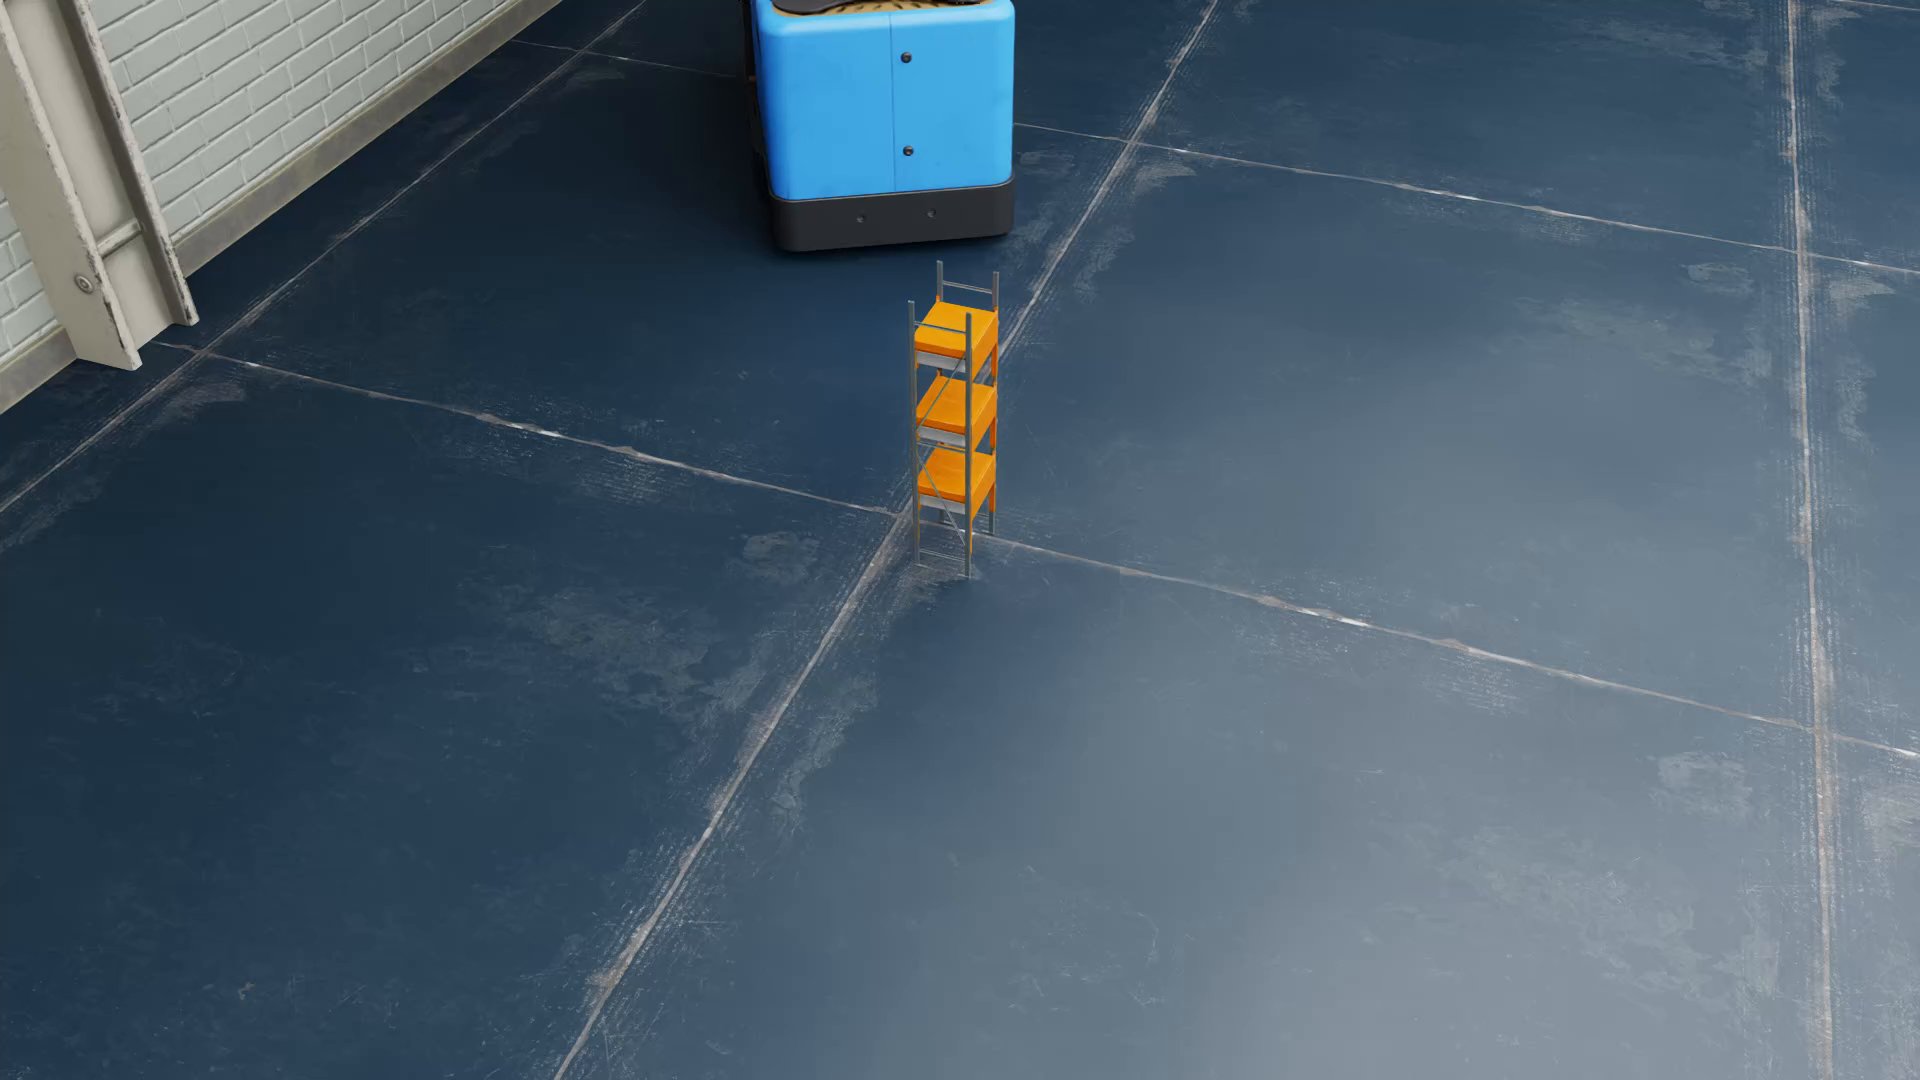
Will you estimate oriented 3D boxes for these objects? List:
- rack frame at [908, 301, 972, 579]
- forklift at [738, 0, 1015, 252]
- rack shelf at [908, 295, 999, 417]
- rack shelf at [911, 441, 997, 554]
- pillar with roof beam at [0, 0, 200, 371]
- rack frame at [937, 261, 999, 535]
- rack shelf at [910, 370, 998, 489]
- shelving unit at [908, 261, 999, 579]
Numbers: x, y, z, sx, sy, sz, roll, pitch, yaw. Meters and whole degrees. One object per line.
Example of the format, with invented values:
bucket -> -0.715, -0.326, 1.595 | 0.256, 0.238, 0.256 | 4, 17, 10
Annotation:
rack frame -> -0.060, -0.292, 5.284 | 0.200, 1.050, 0.008 | 13, 42, 15
forklift -> -0.506, -3.301, 7.361 | 1.130, 2.935, 3.031 | -6, 41, -7
rack shelf -> -0.018, -0.575, 5.194 | 0.215, 0.259, 0.240 | 13, 42, 15
rack shelf -> -0.018, -0.147, 5.558 | 0.215, 0.259, 0.240 | 13, 42, 15
pillar with roof beam -> 0.723, -3.286, 2.668 | 9.100, 9.000, 0.400 | 13, 42, 15
rack frame -> 0.023, -0.441, 5.458 | 0.200, 1.050, 0.008 | 13, 42, 15
rack shelf -> -0.018, -0.359, 5.378 | 0.215, 0.259, 0.240 | 13, 42, 15
shelving unit -> -0.018, -0.367, 5.371 | 0.215, 1.050, 0.252 | 13, 42, 15
